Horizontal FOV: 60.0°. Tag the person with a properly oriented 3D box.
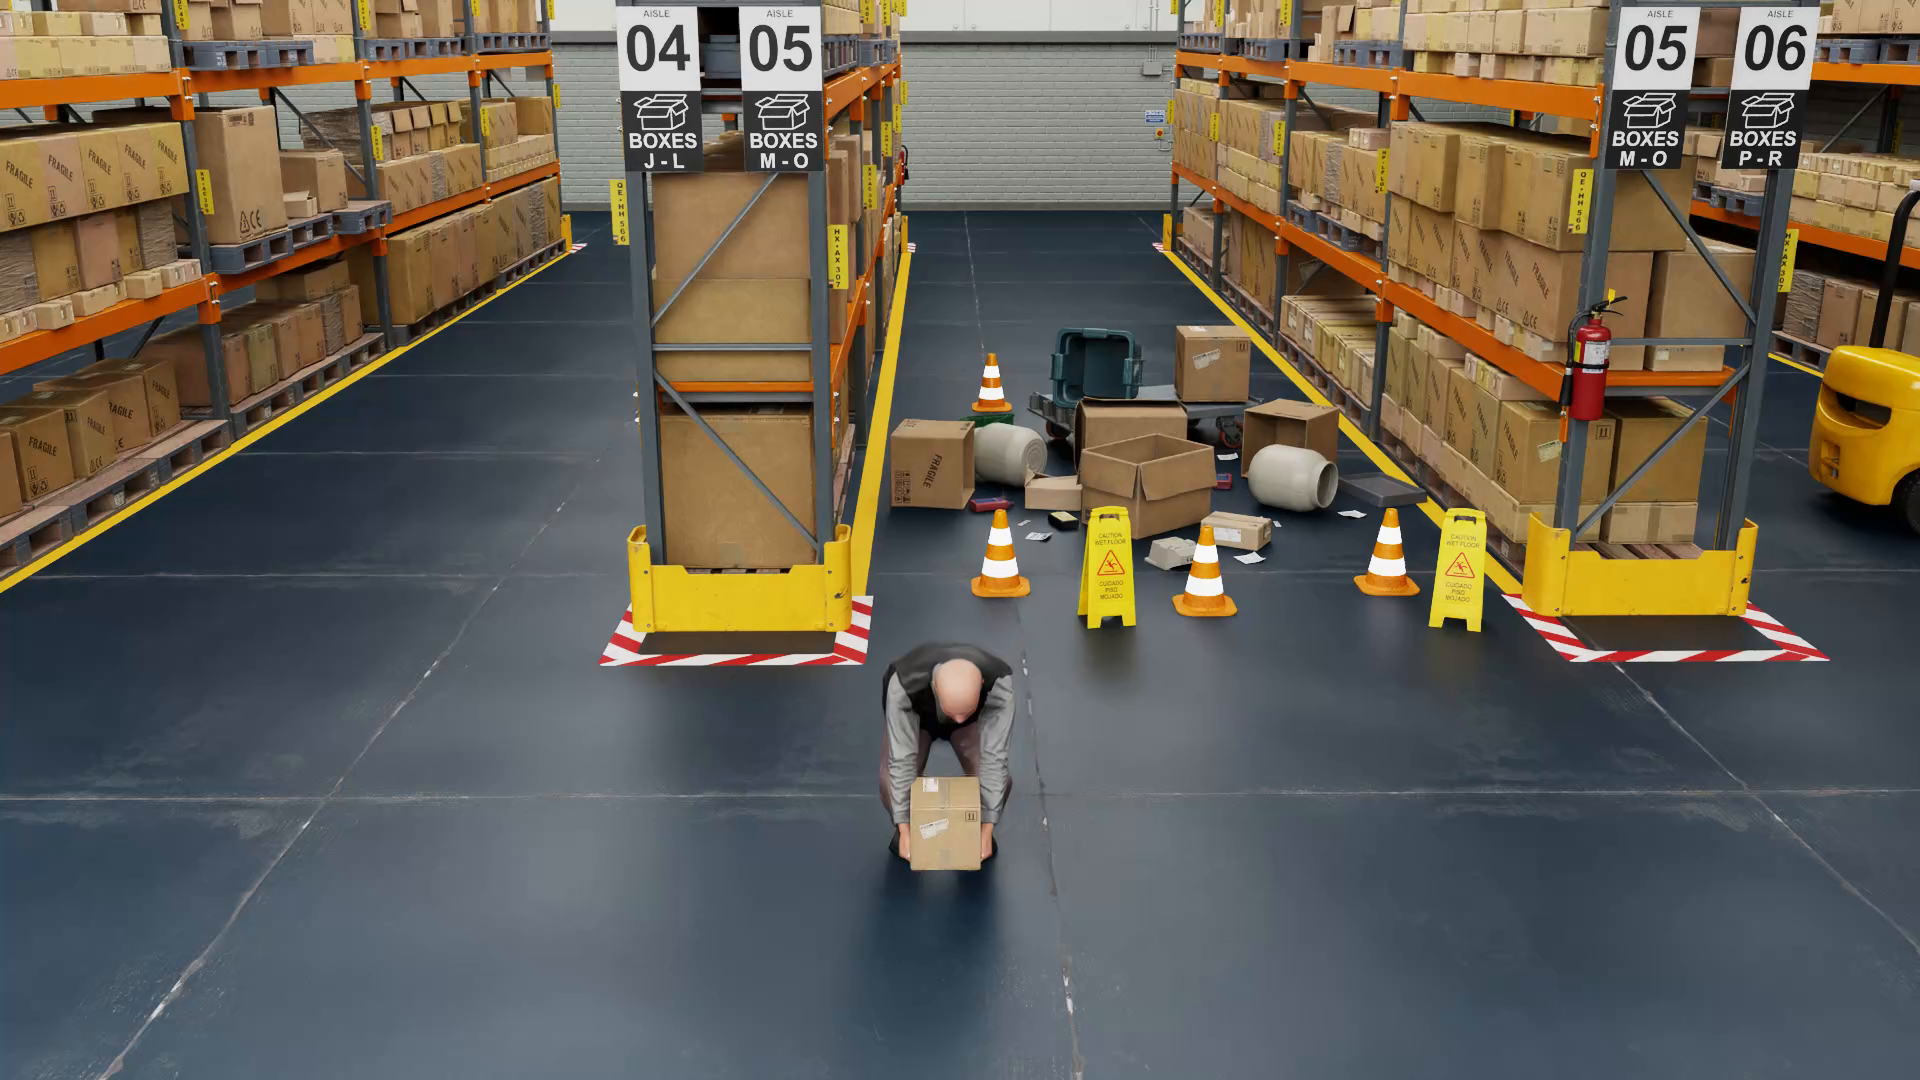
[{"bbox_3d":[-0.057,0.786,6.328,0.511,0.964,0.884,-1,17,-2],"label":"person"}]
